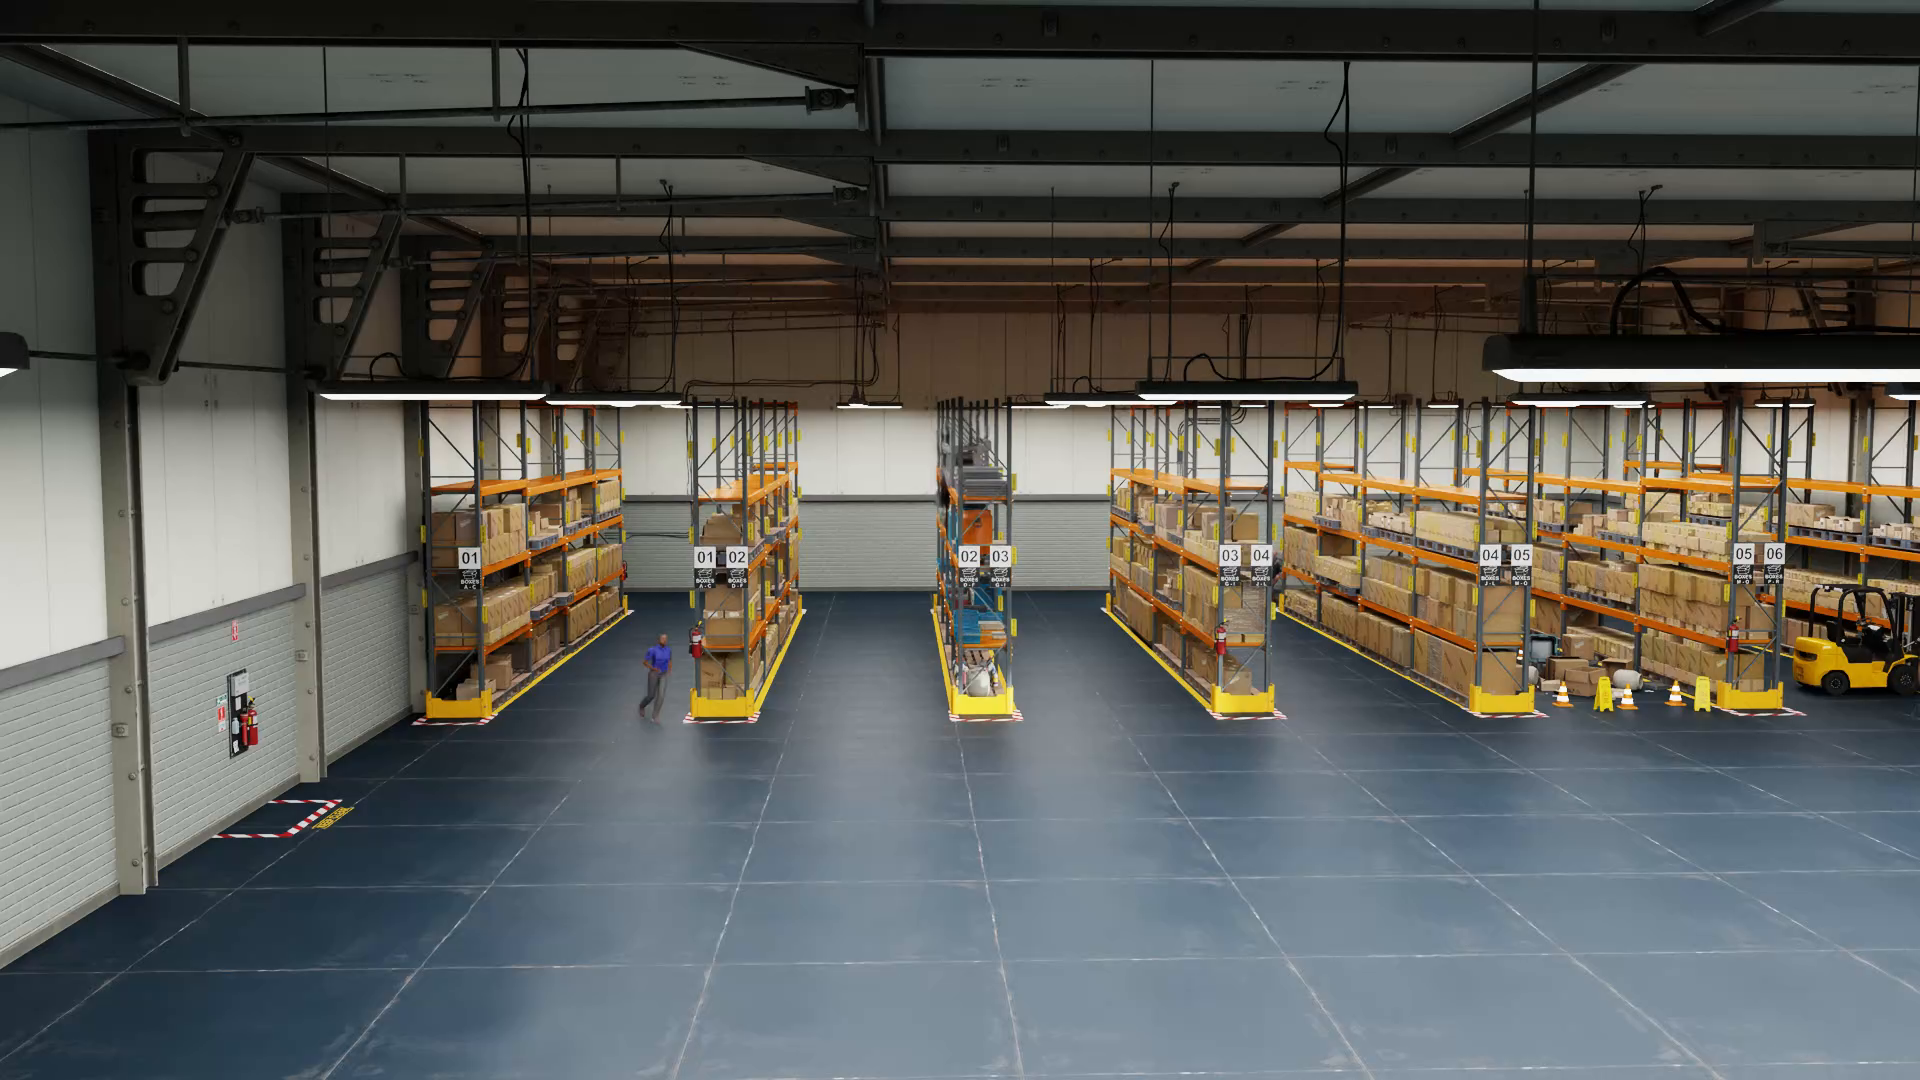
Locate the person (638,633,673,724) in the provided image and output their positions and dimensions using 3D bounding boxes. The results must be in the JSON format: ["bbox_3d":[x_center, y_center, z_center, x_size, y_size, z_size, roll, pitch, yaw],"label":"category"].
[{"bbox_3d":[-5.577,2.538,30.808,0.607,1.635,0.766,-3,5,-34],"label":"person"}]

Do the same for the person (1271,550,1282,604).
[{"bbox_3d":[9.138,1.135,48.662,0.665,1.722,0.720,-2,5,-20],"label":"person"}]
